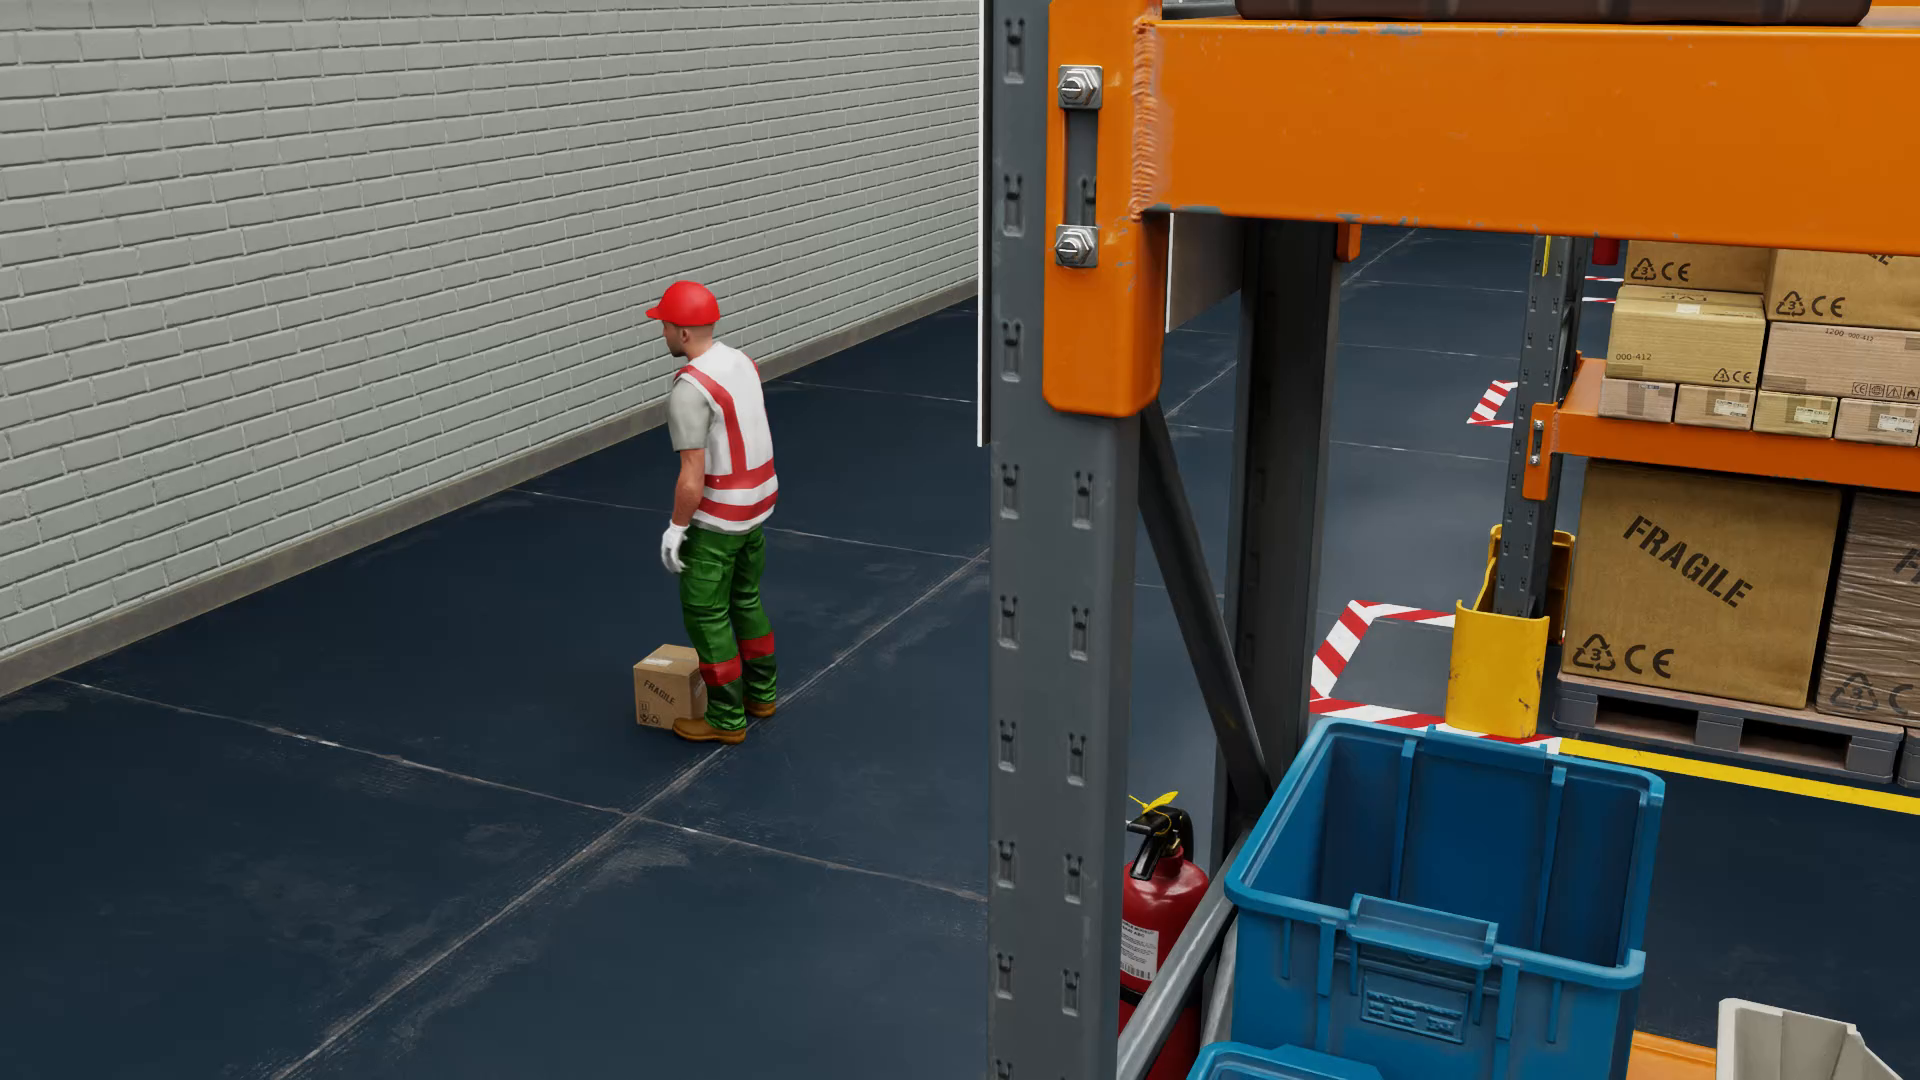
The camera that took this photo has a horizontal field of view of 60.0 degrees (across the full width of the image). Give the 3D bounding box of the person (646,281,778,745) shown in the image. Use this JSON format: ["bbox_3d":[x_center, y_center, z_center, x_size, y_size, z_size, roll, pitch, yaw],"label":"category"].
[{"bbox_3d":[-0.930,-0.096,6.318,0.445,1.781,0.622,7,20,20],"label":"person"}]
